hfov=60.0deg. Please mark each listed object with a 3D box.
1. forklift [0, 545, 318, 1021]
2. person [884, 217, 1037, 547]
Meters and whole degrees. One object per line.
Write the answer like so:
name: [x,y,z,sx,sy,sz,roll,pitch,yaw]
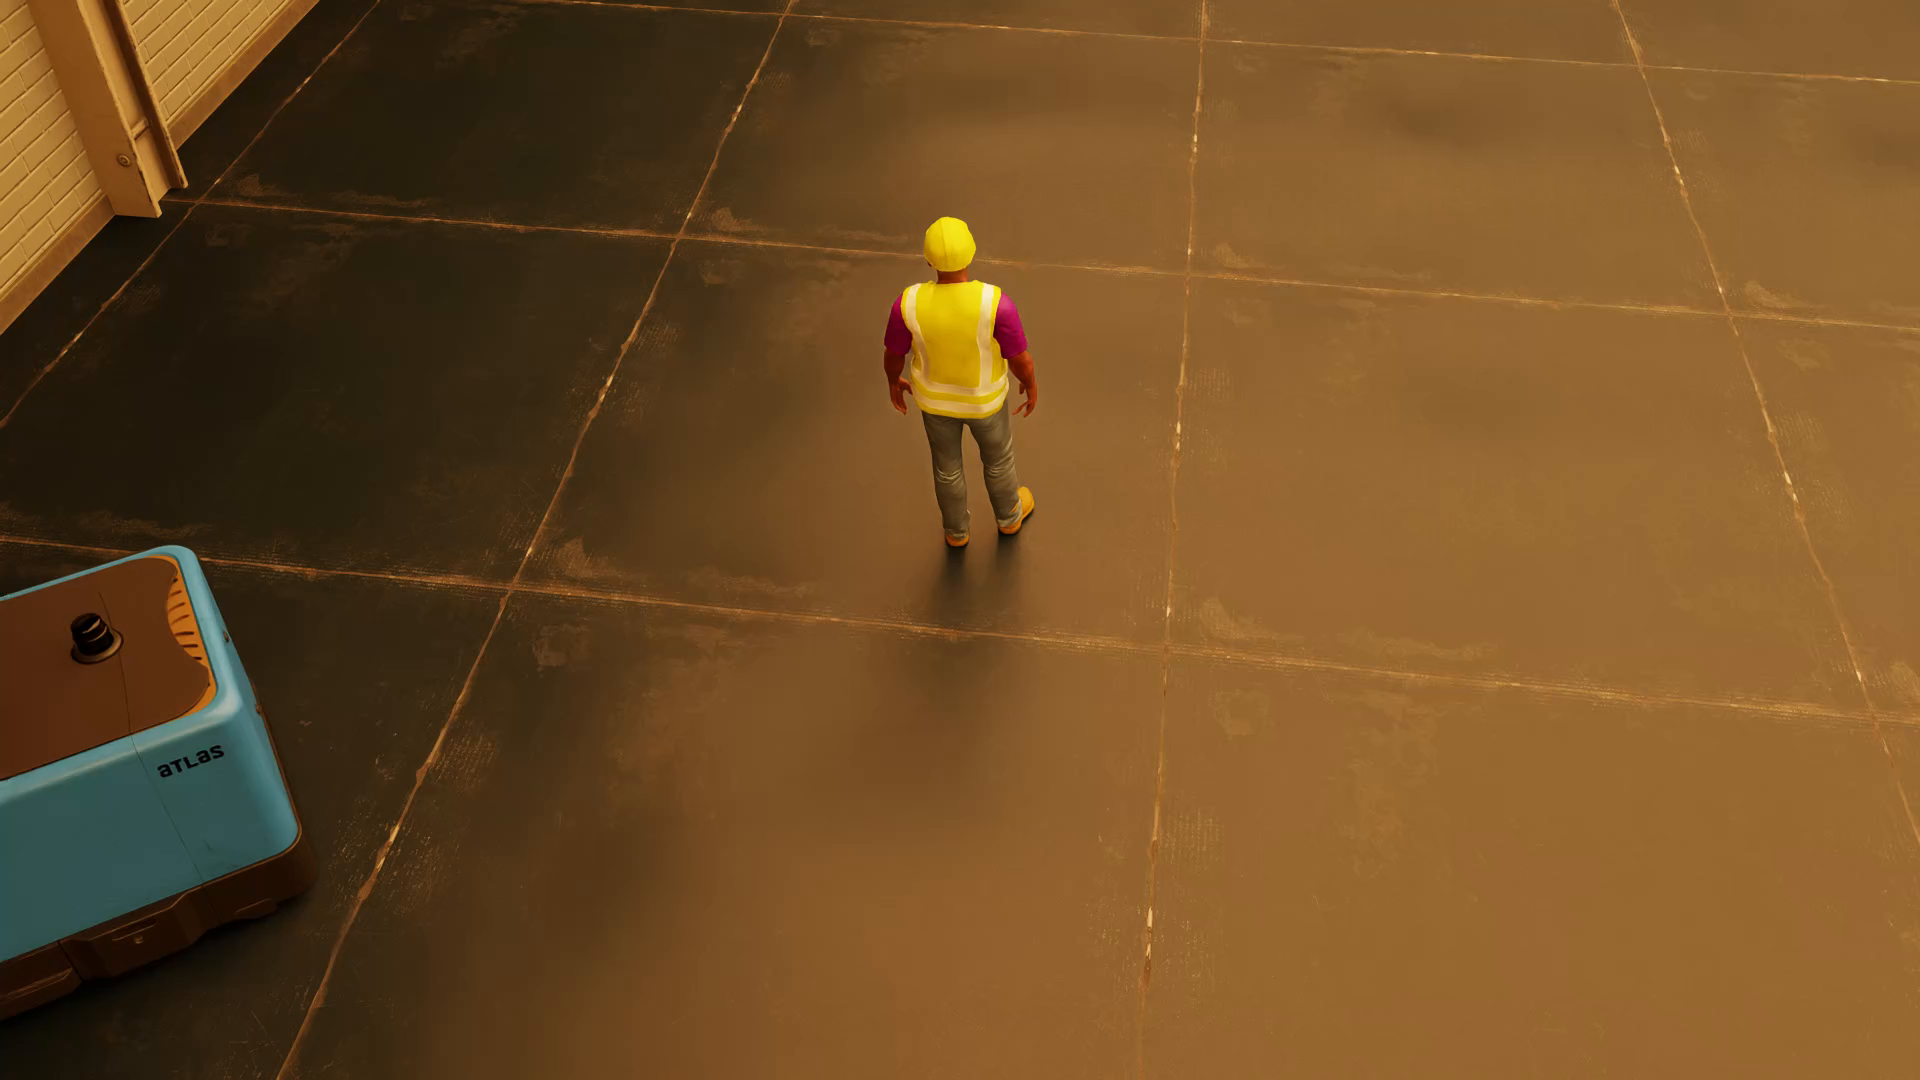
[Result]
forklift: [-4.008,0.479,5.203,3.031,2.935,1.130,-21,46,-21]
person: [0.015,-0.702,7.339,0.665,1.768,0.575,5,43,6]
